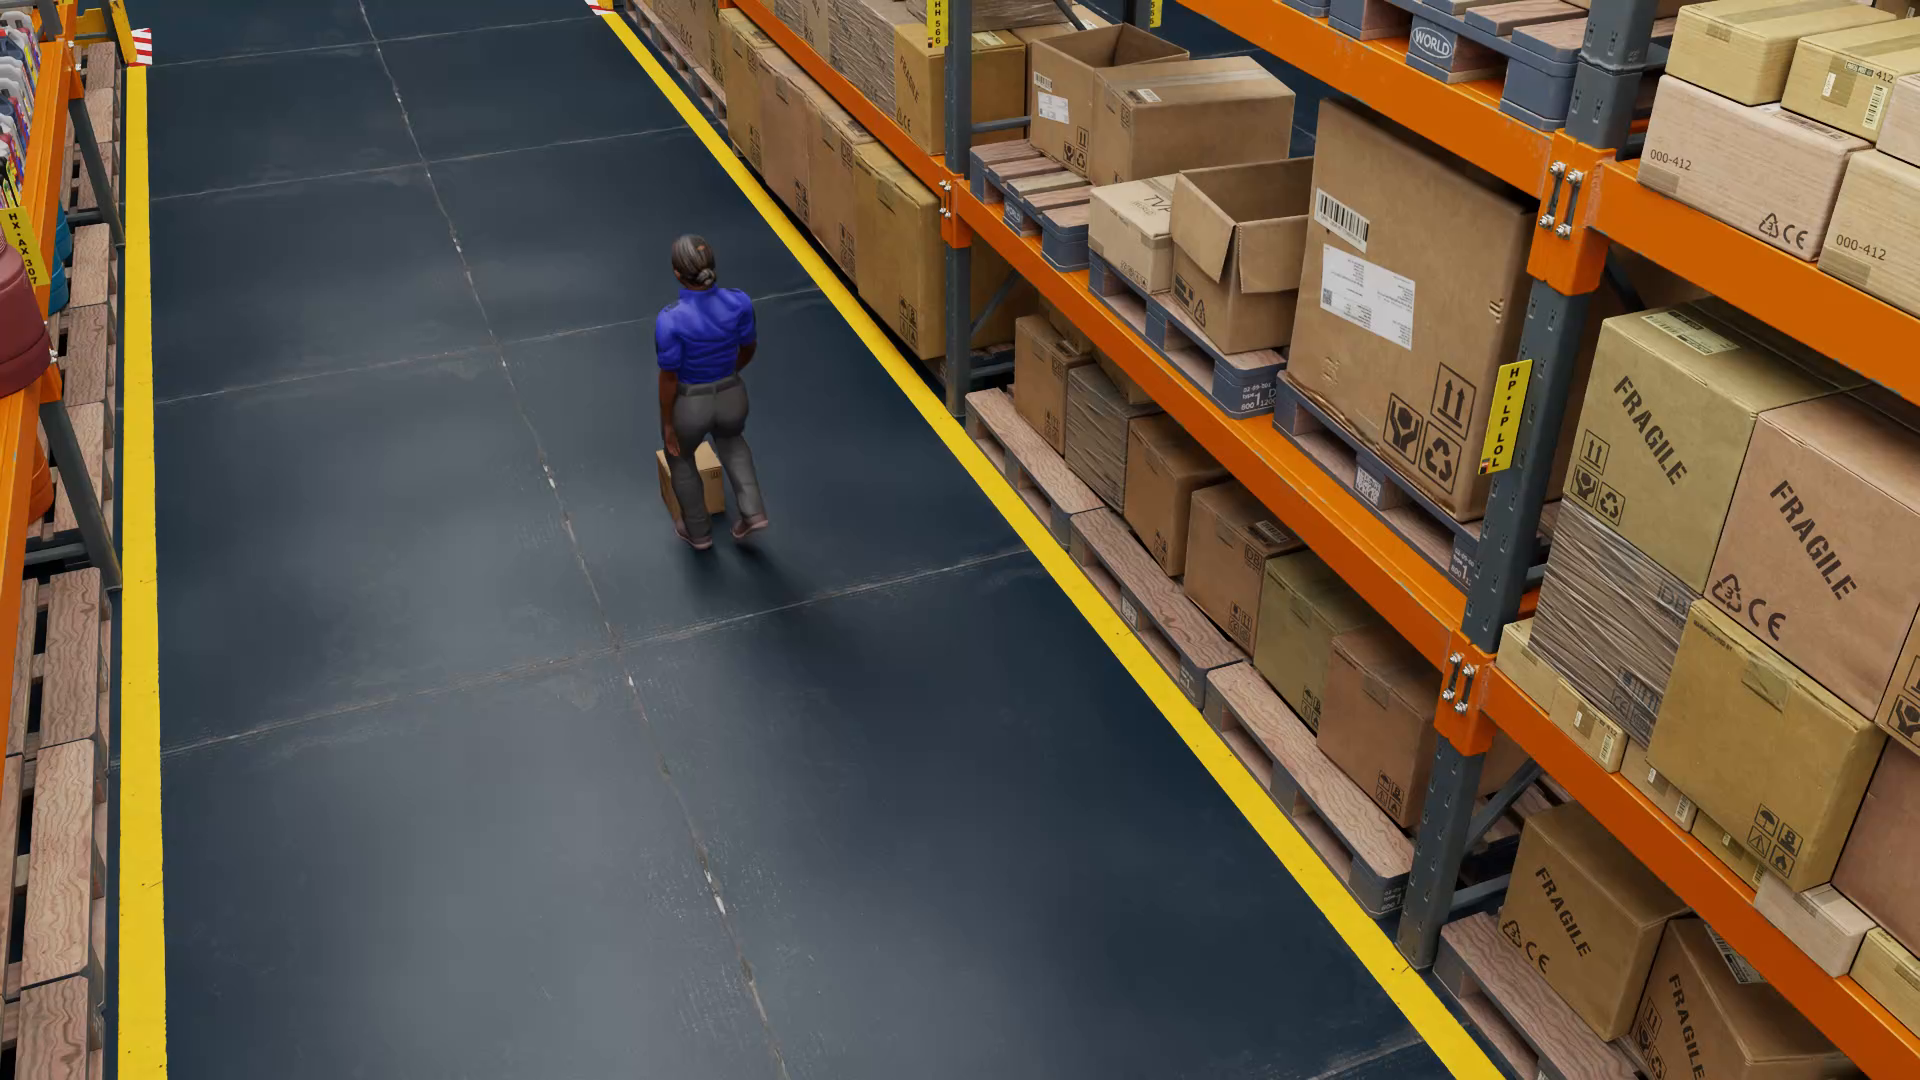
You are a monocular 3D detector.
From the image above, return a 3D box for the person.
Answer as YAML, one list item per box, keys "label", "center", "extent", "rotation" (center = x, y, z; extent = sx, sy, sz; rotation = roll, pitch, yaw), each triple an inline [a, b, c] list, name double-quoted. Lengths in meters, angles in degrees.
- label: "person"
  center: [-1.090, -0.635, 7.090]
  extent: [0.463, 1.532, 0.511]
  rotation: [-17, 37, -24]
